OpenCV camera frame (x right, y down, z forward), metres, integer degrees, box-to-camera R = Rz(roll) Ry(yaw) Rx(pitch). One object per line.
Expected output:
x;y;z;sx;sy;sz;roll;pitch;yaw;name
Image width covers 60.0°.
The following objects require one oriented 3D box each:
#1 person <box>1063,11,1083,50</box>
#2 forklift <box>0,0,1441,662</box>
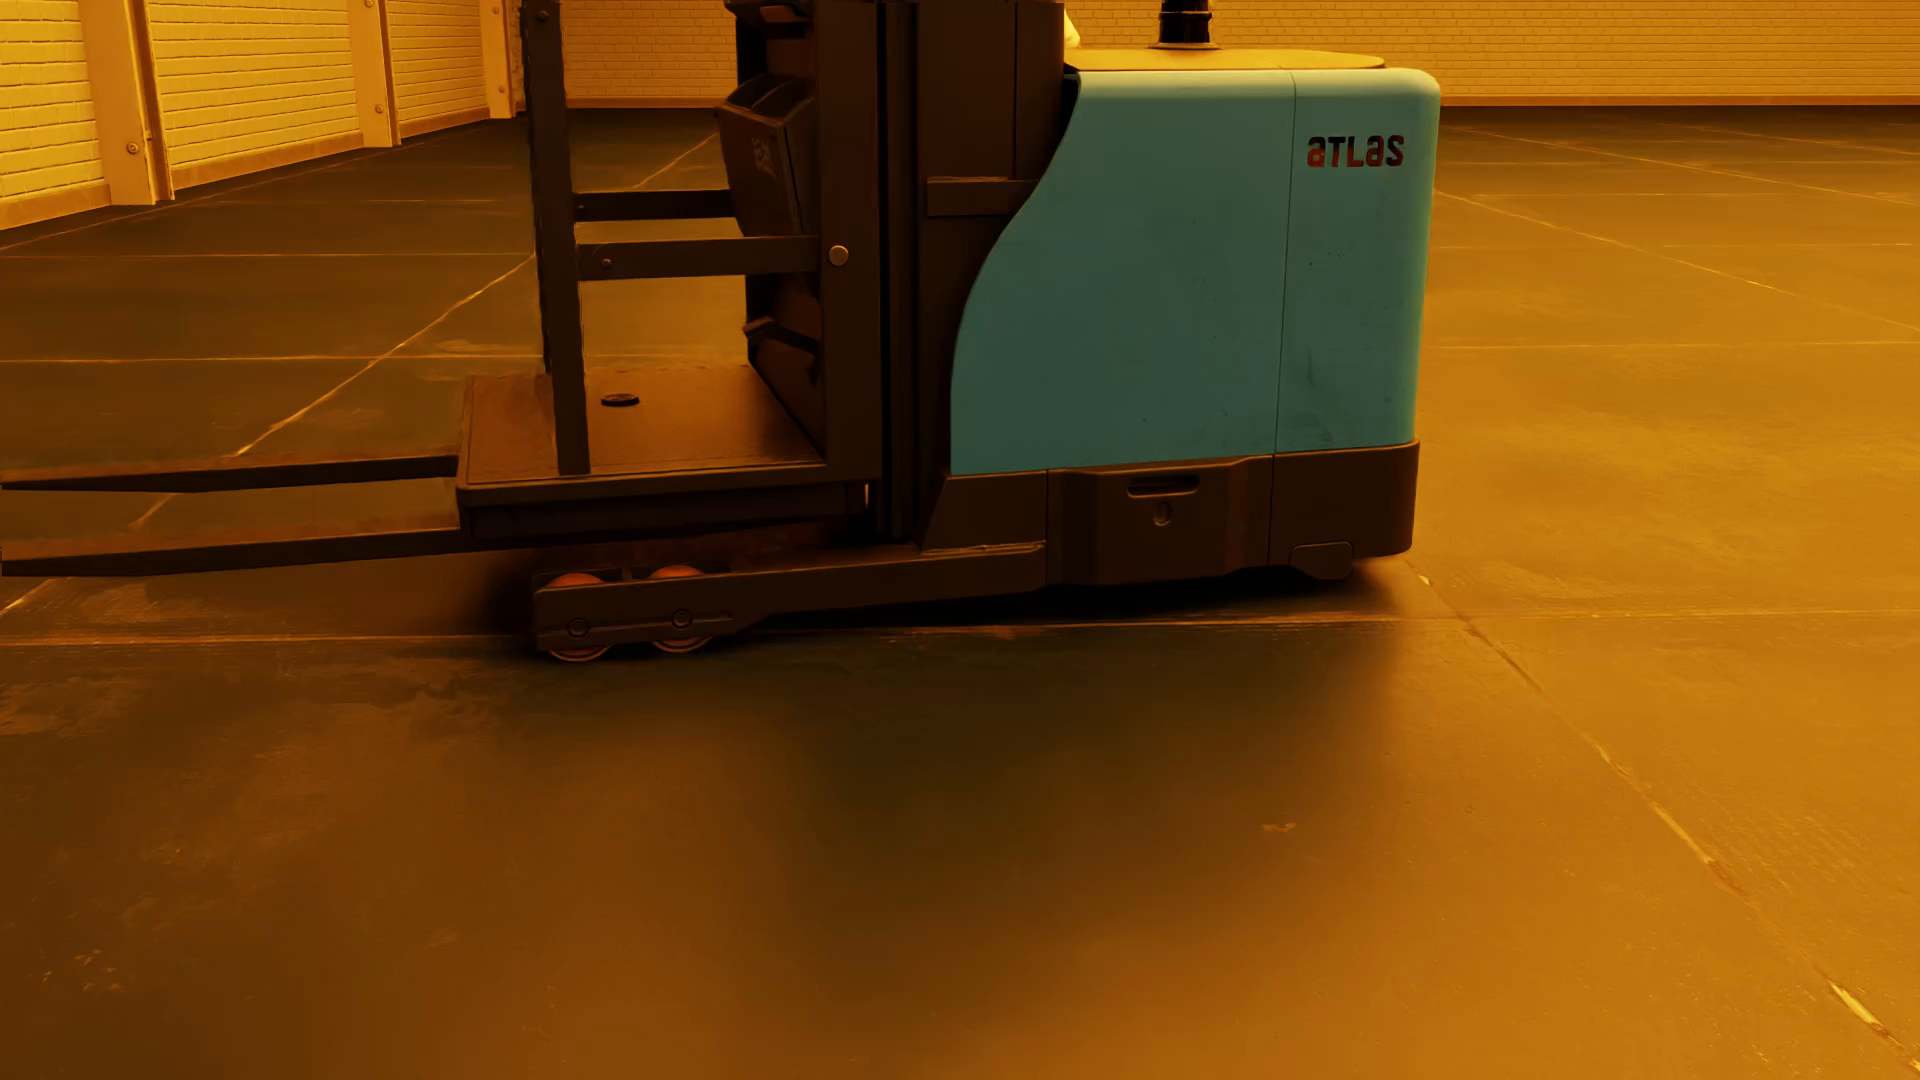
0.158;-1.932;7.542;1.044;1.631;0.523;-1;17;-4;person
-0.587;-1.340;3.289;3.031;2.935;1.130;-4;18;-14;forklift
